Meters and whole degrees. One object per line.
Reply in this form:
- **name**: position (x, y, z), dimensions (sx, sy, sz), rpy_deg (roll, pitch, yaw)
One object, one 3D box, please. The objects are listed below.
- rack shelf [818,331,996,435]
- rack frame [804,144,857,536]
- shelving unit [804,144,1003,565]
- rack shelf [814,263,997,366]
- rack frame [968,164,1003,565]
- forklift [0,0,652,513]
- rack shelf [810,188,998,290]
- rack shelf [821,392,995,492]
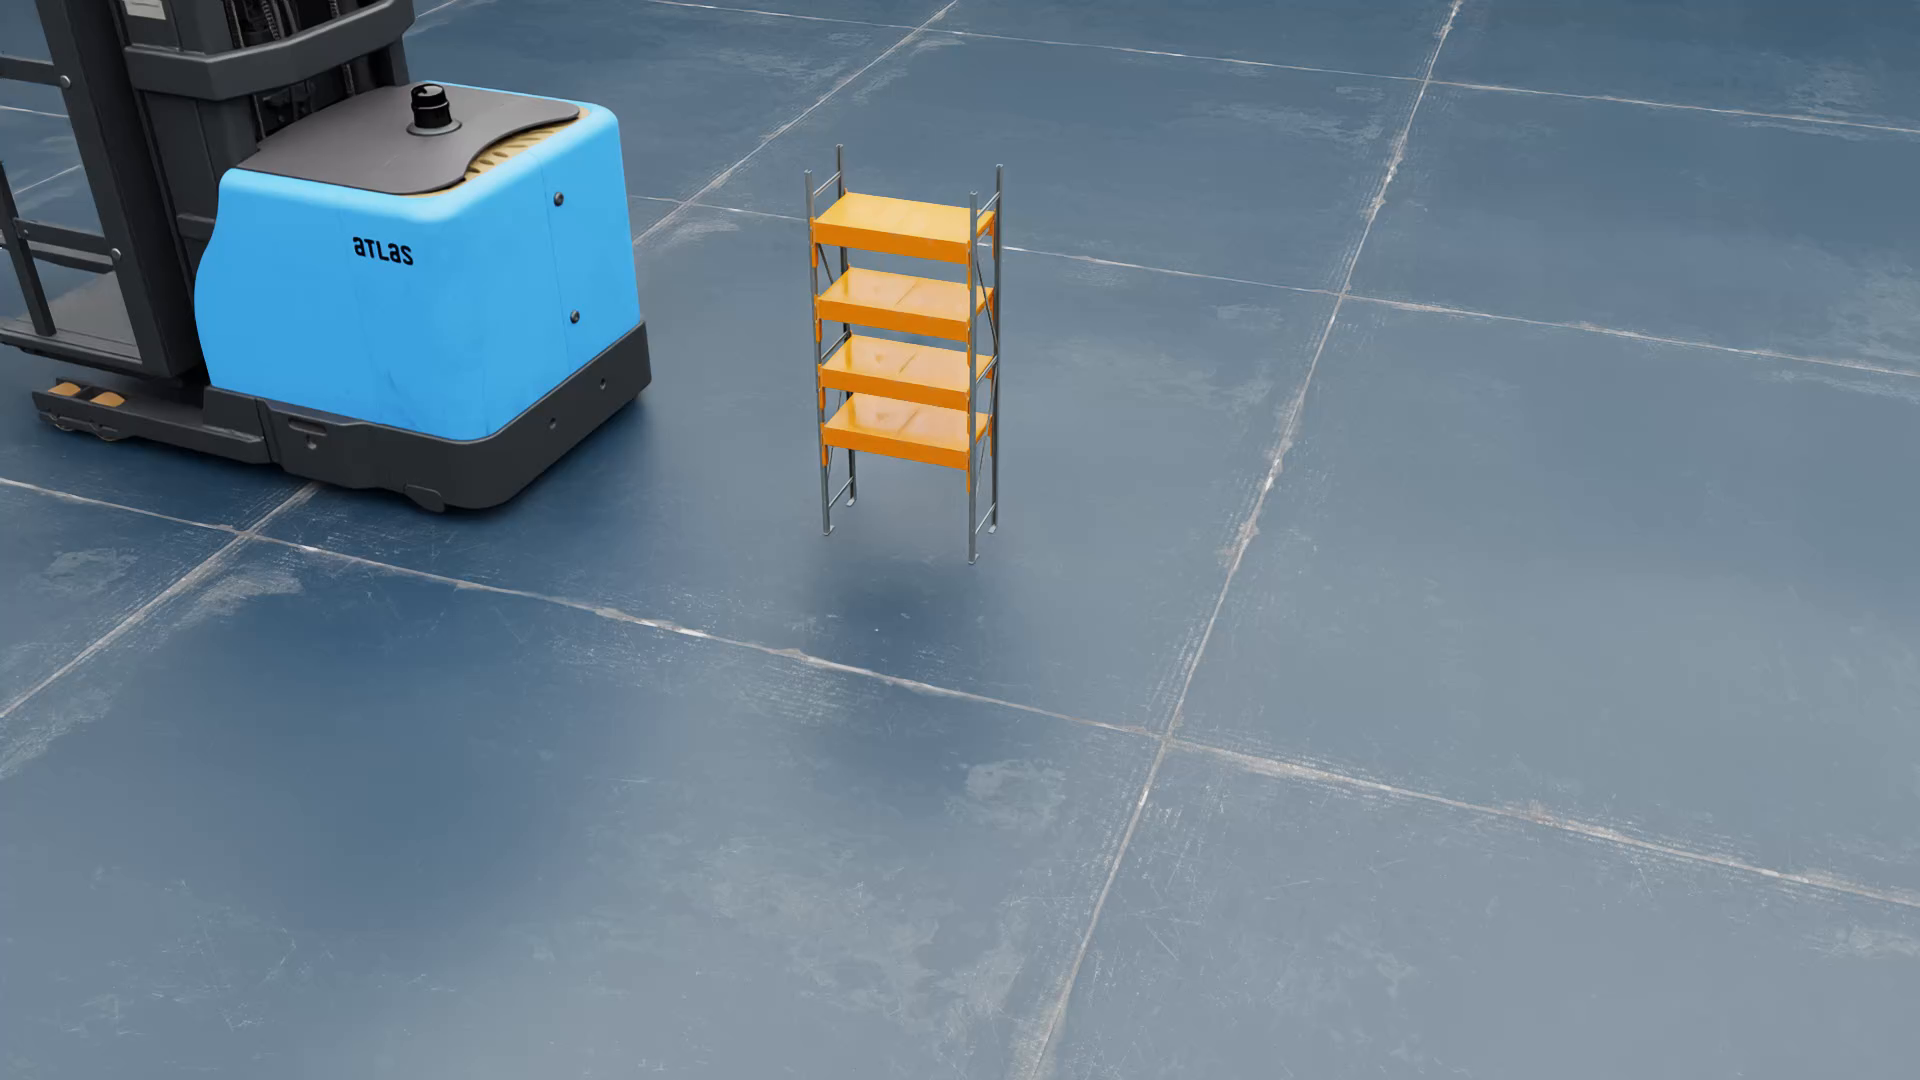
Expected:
- **rack shelf**: position (-0.156, -0.478, 5.008), dimensions (0.480, 0.148, 0.258), rpy_deg (11, 34, 16)
- **rack frame**: position (-0.386, -0.579, 5.041), dimensions (0.015, 1.200, 0.240), rpy_deg (11, 34, 16)
- **shelving unit**: position (-0.156, -0.534, 4.971), dimensions (0.503, 1.200, 0.258), rpy_deg (11, 34, 16)
- **rack shelf**: position (-0.156, -0.666, 4.887), dimensions (0.480, 0.148, 0.258), rpy_deg (11, 34, 16)
- **rack frame**: position (0.074, -0.490, 4.902), dimensions (0.015, 1.200, 0.240), rpy_deg (11, 34, 16)
- **forklift**: position (-2.683, -1.825, 5.374), dimensions (3.031, 2.935, 1.130), rpy_deg (12, 35, 18)
- **rack shelf**: position (-0.156, -0.864, 4.758), dimensions (0.480, 0.148, 0.258), rpy_deg (11, 34, 16)
- **rack shelf**: position (-0.156, -0.311, 5.116), dimensions (0.480, 0.148, 0.258), rpy_deg (11, 34, 16)
